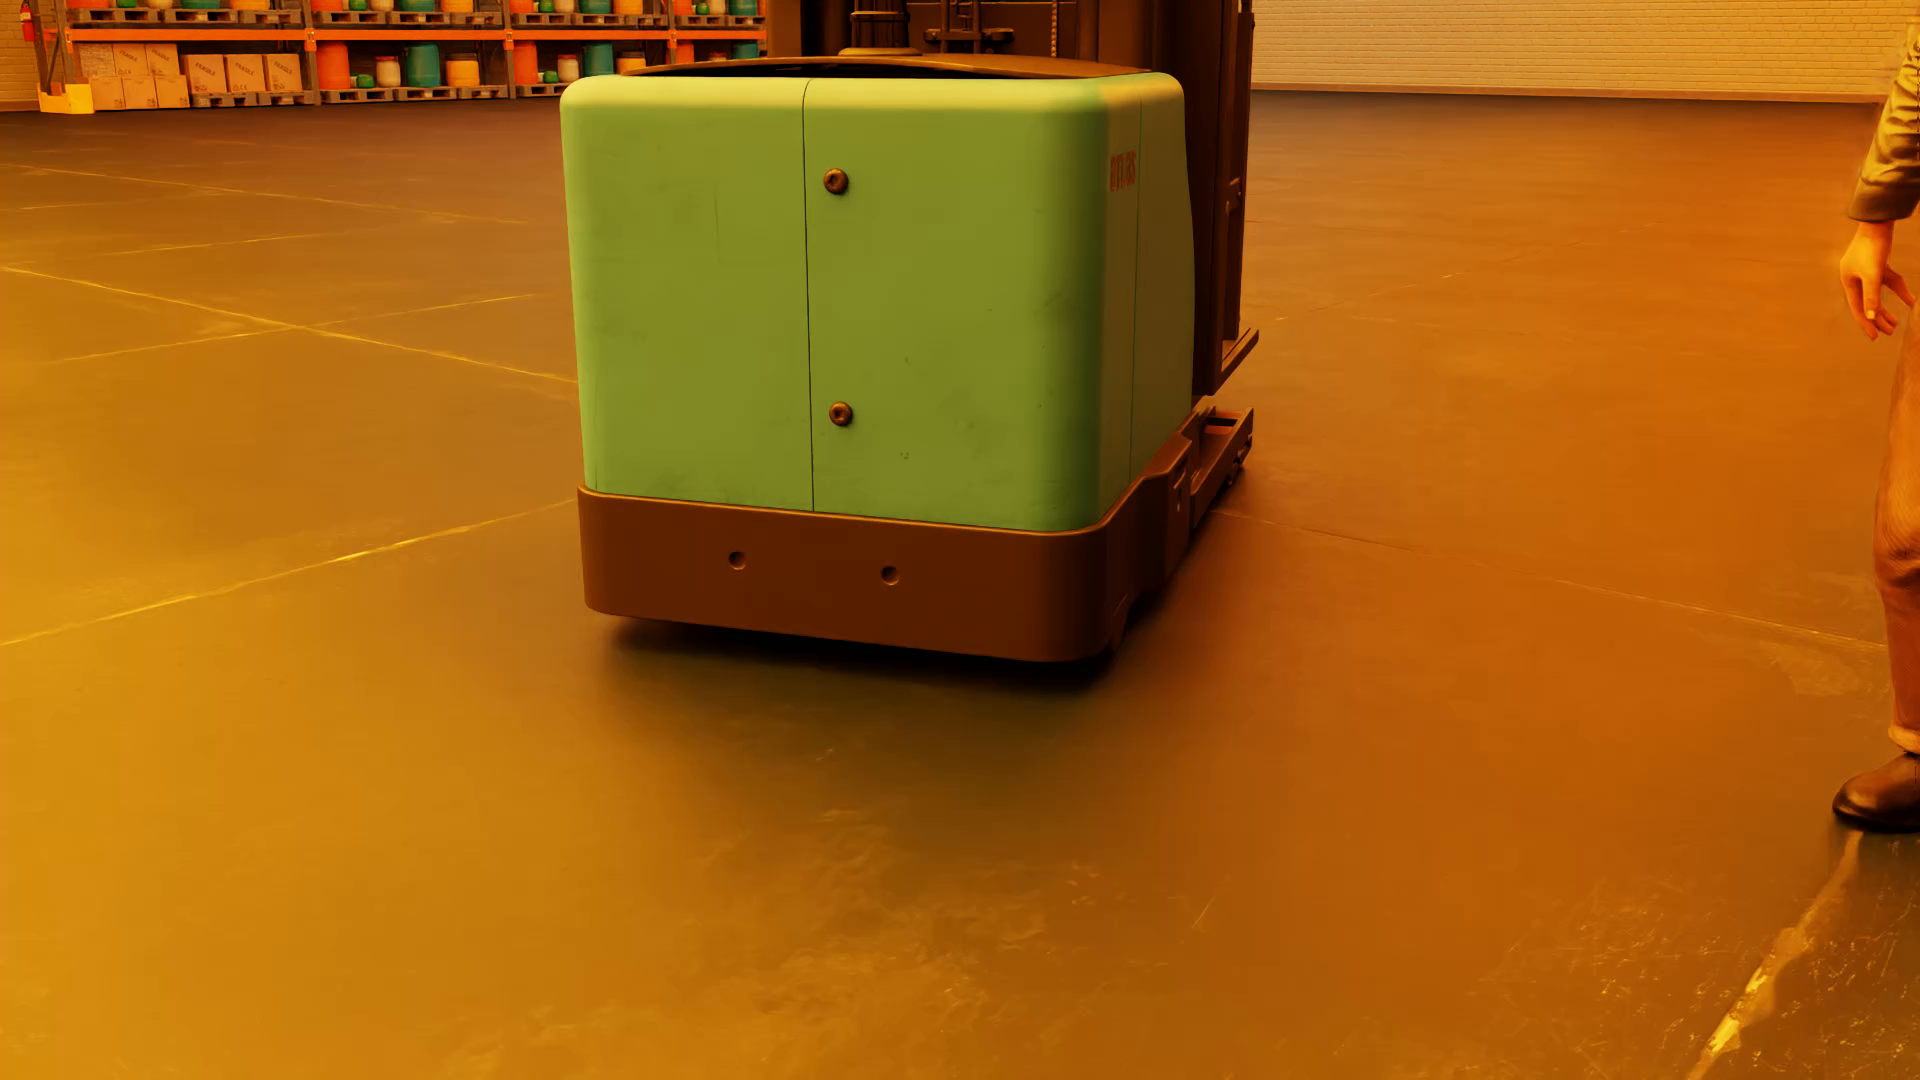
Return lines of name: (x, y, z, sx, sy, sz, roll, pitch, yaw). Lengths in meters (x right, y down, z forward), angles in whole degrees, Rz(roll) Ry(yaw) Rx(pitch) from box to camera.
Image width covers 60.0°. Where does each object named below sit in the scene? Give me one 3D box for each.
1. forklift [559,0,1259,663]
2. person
forklift: (0.182, -1.571, 4.072, 1.130, 2.935, 3.031, 5, 18, 17)
person: (1.537, -0.359, 2.208, 0.387, 1.695, 0.813, -10, 20, -30)
